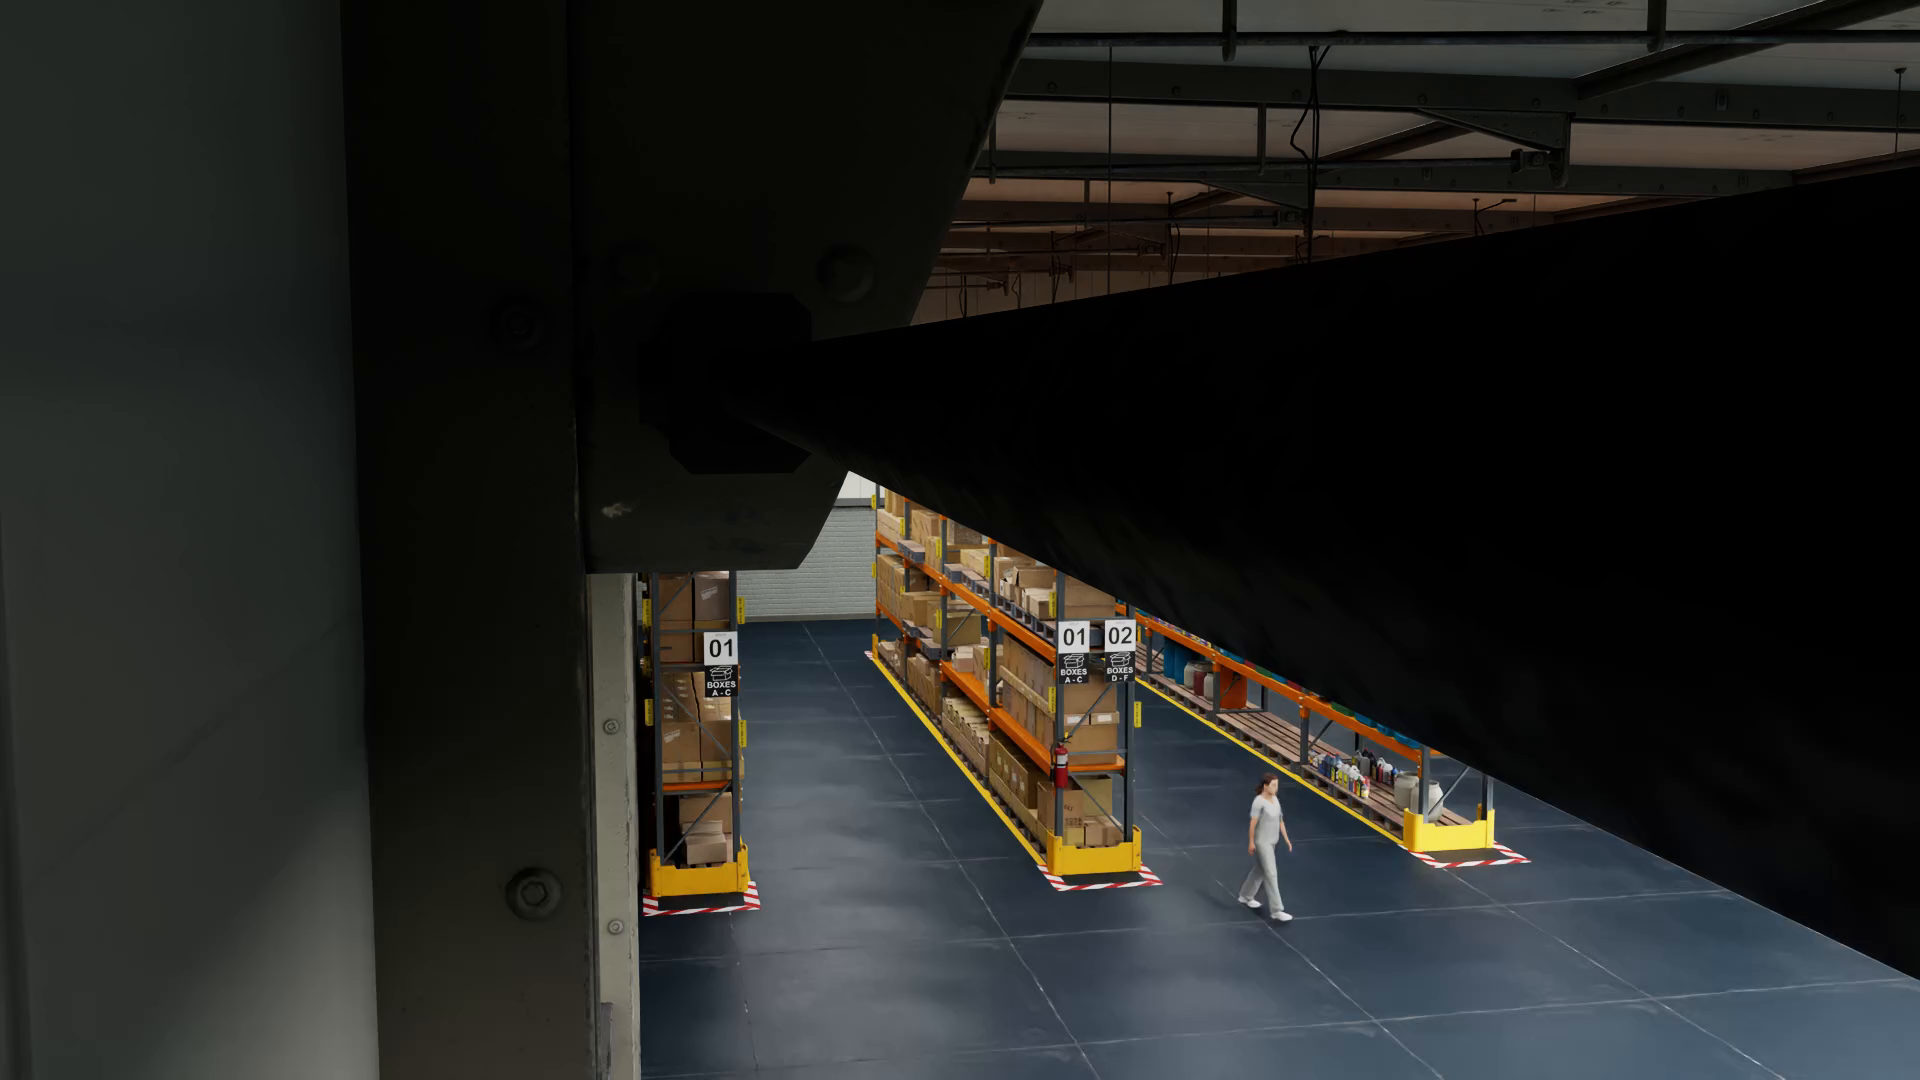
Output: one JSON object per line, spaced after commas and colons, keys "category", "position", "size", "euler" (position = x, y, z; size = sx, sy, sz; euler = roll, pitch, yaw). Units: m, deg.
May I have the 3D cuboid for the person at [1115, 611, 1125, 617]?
{"category": "person", "position": [3.615, 1.430, 39.591], "size": [0.977, 1.674, 0.528], "euler": [1, 6, 12]}

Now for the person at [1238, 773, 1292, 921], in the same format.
{"category": "person", "position": [3.596, 3.525, 19.320], "size": [0.838, 1.635, 0.502], "euler": [5, 8, 40]}
